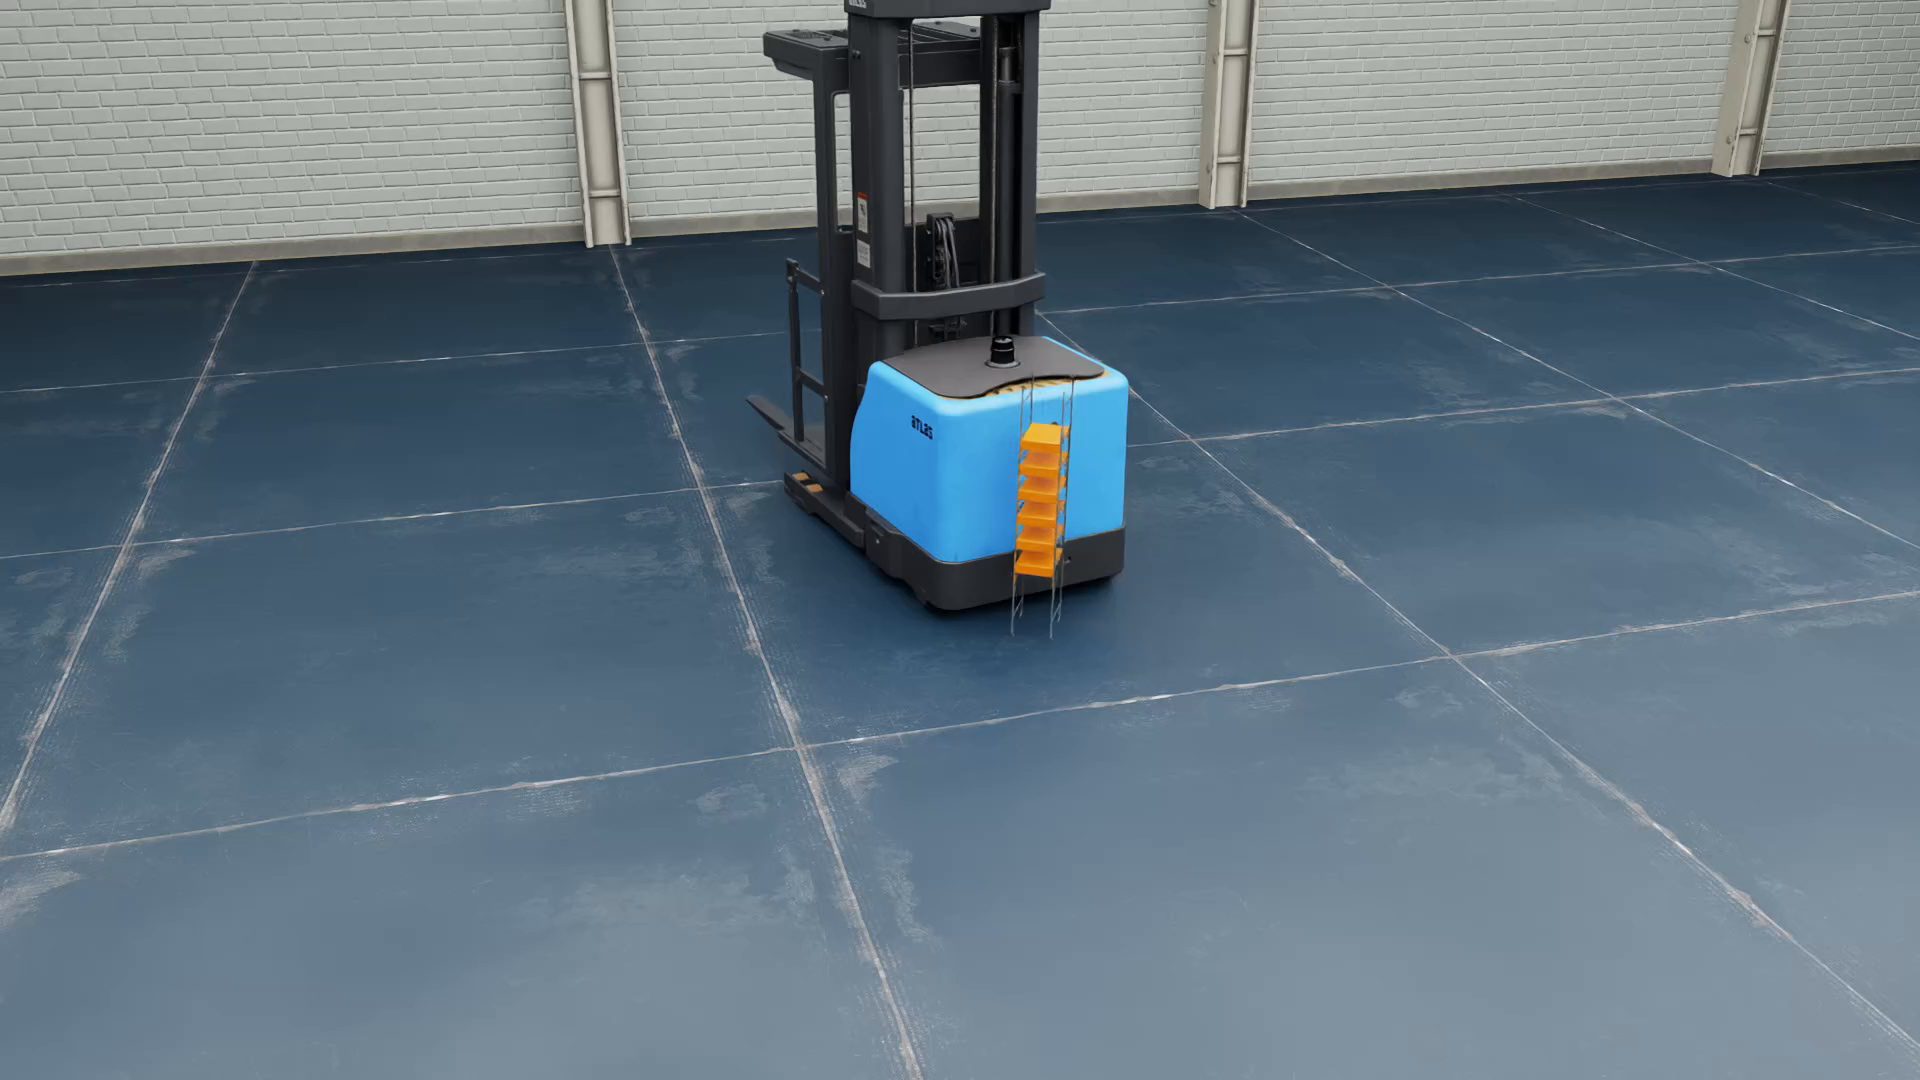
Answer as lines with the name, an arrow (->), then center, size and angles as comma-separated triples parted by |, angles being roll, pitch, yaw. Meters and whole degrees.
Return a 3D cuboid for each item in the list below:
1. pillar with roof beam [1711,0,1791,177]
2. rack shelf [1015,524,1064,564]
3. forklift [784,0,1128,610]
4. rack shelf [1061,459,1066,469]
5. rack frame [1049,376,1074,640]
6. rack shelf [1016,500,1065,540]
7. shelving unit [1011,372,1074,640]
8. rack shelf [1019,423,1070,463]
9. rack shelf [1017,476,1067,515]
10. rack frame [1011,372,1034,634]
pillar with roof beam -> 9.537, -6.469, 12.413 | 0.400, 9.000, 9.100 | -6, 24, -14
rack shelf -> 0.368, 0.004, 7.628 | 0.180, 0.103, 0.258 | 7, 24, 12
forklift -> -0.319, -1.560, 8.669 | 1.130, 2.935, 3.031 | -12, 26, -25
rack shelf -> 0.379, -0.344, 7.476 | 0.166, 0.020, 0.199 | 7, 24, 12
rack frame -> 0.461, -0.135, 7.543 | 0.006, 1.200, 0.240 | 7, 24, 12
rack shelf -> 0.371, -0.106, 7.580 | 0.180, 0.103, 0.258 | 7, 24, 12
shelving unit -> 0.373, -0.146, 7.562 | 0.189, 1.200, 0.258 | 7, 24, 12
rack shelf -> 0.381, -0.436, 7.437 | 0.180, 0.103, 0.258 | 7, 24, 12
rack shelf -> 0.375, -0.216, 7.532 | 0.180, 0.103, 0.258 | 7, 24, 12
rack frame -> 0.284, -0.157, 7.582 | 0.006, 1.200, 0.240 | 7, 24, 12
